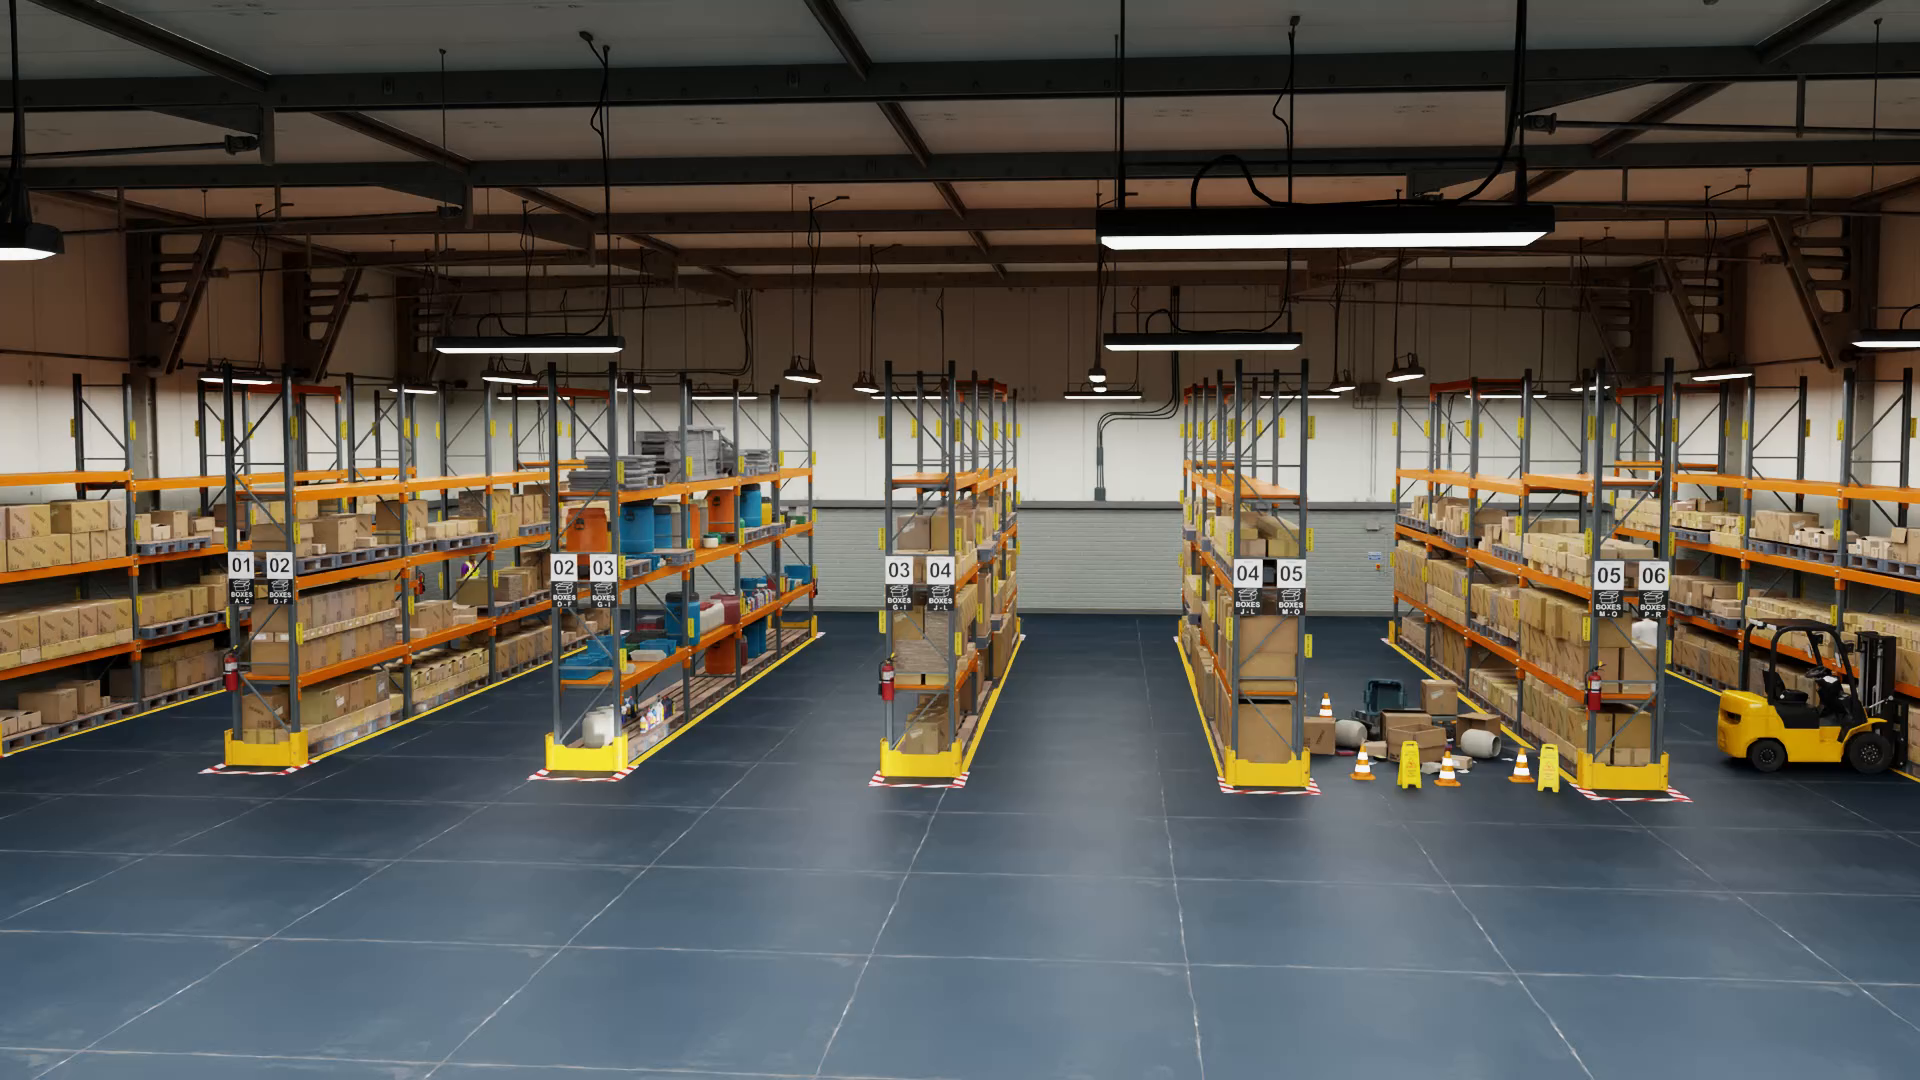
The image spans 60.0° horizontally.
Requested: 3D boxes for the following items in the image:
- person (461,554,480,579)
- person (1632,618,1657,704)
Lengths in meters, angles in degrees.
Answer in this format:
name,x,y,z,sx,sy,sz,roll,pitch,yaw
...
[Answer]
name,x,y,z,sx,sy,sz,roll,pitch,yaw
person,-13.197,1.169,44.811,0.740,1.750,0.558,2,4,28
person,12.561,2.119,30.423,0.614,1.775,0.610,1,4,8
